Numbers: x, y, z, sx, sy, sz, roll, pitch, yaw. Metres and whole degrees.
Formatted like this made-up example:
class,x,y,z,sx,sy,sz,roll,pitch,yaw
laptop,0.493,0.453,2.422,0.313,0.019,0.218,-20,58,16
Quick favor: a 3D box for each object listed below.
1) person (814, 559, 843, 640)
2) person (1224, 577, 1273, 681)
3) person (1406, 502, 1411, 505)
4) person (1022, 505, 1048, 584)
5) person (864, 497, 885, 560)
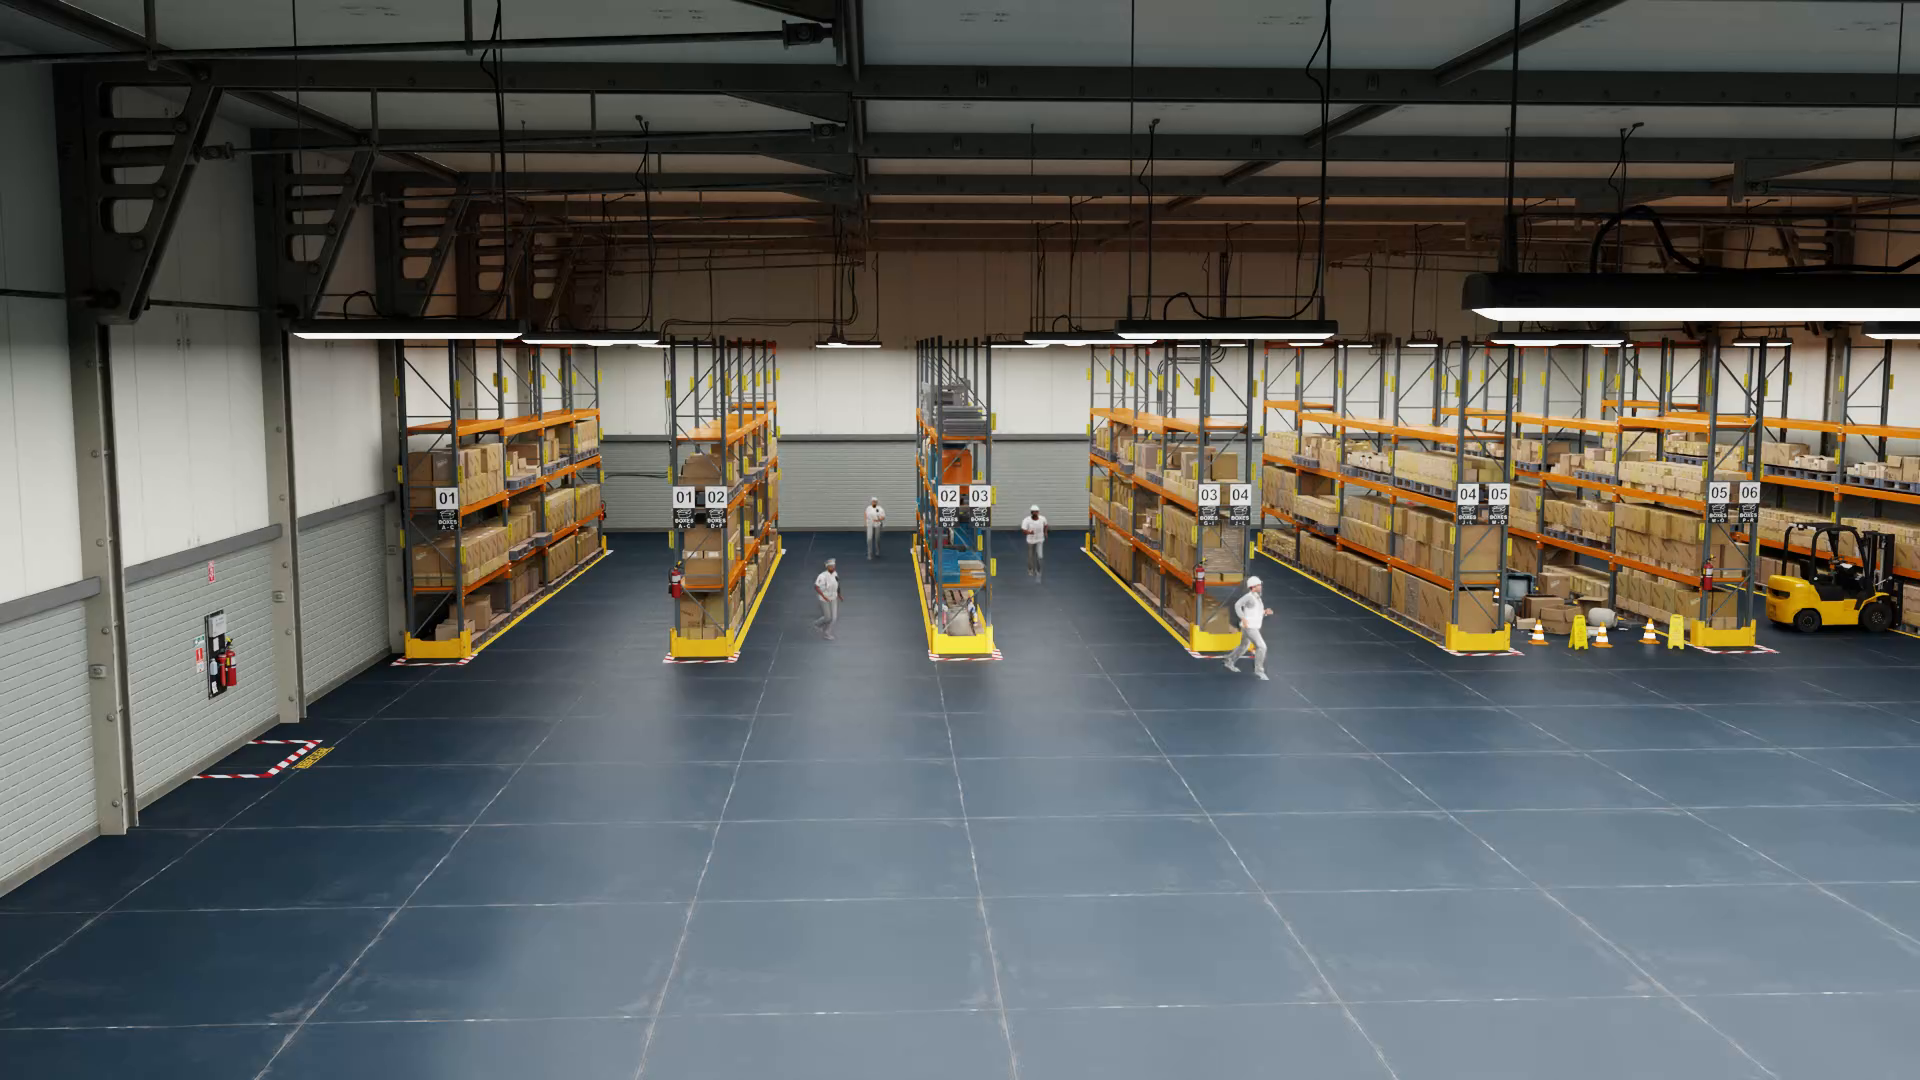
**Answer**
class,x,y,z,sx,sy,sz,roll,pitch,yaw
person,-2.665,1.167,33.141,0.574,1.627,0.600,-5,8,-39
person,5.033,1.545,29.104,0.880,1.822,0.690,3,7,23
person,11.957,-0.132,44.014,0.658,1.737,0.815,-3,7,-24
person,1.787,0.104,39.456,0.679,1.874,0.801,-1,7,-7
person,-2.377,-0.341,46.130,0.610,1.704,0.851,1,7,7
